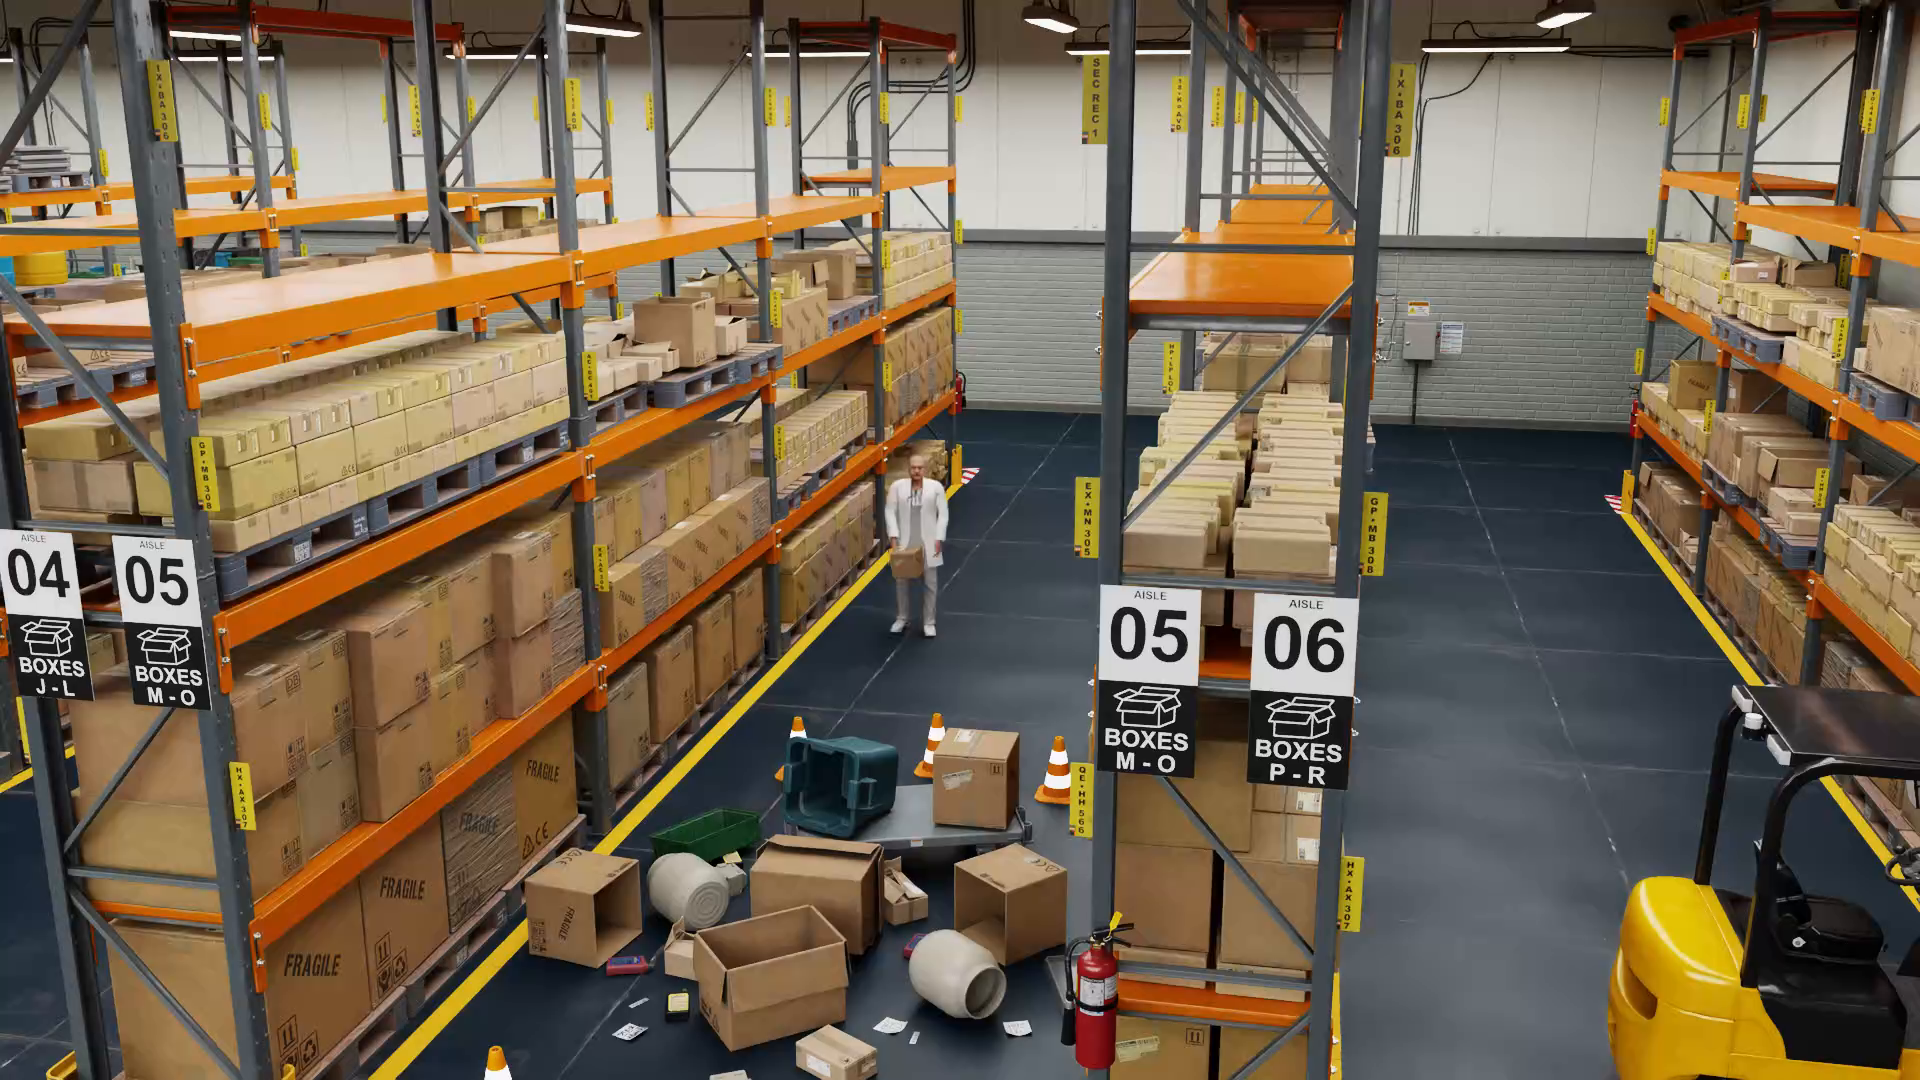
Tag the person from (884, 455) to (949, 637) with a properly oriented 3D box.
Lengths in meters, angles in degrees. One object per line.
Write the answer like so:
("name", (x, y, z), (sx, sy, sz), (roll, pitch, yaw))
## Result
("person", (-0.432, 0.050, 16.313), (0.637, 1.779, 0.490), (1, 14, 3))
